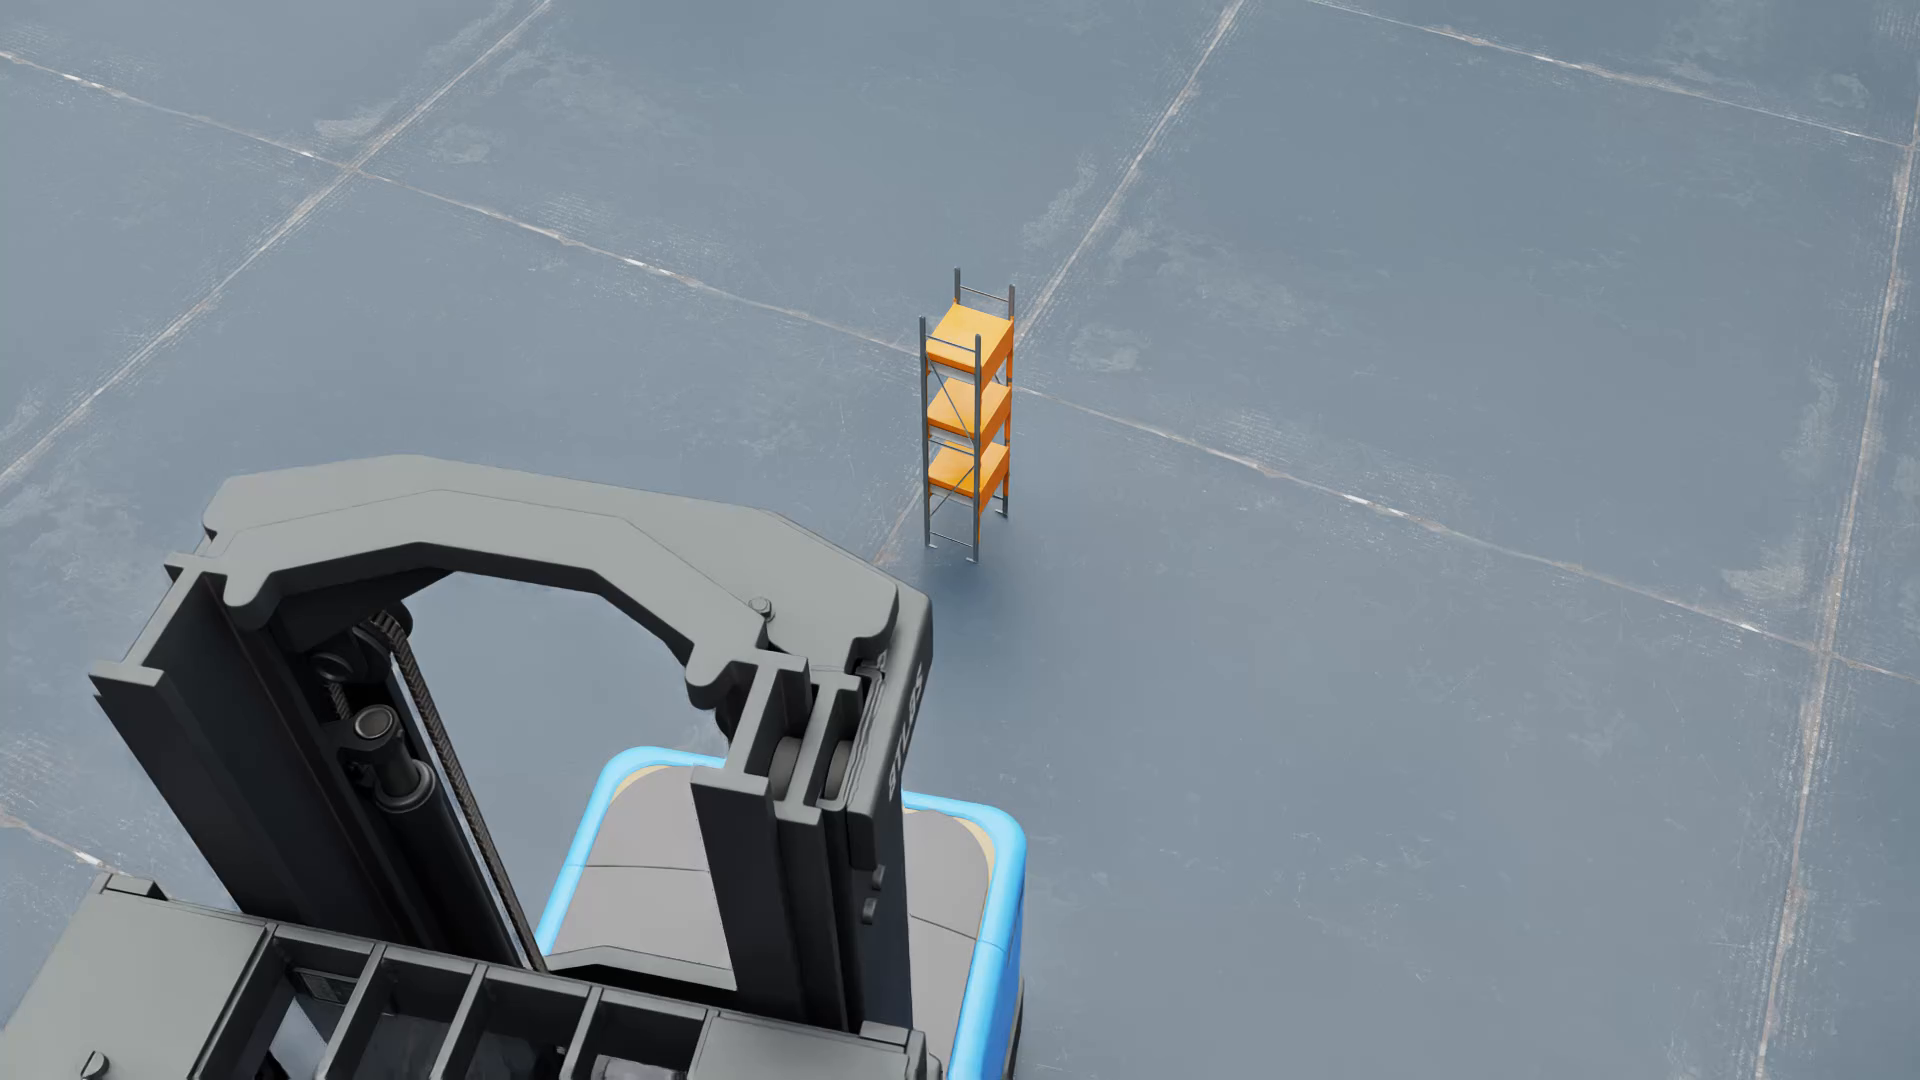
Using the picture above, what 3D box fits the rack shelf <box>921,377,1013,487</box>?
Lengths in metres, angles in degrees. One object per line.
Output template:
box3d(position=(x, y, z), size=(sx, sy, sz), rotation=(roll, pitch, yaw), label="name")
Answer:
box3d(position=(0.023, -0.370, 5.390), size=(0.215, 0.259, 0.240), rotation=(20, 52, 16), label="rack shelf")

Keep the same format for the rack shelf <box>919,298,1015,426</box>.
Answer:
box3d(position=(0.023, -0.554, 5.173), size=(0.215, 0.259, 0.240), rotation=(20, 52, 16), label="rack shelf")

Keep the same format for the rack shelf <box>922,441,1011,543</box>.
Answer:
box3d(position=(0.023, -0.190, 5.601), size=(0.215, 0.259, 0.240), rotation=(20, 52, 16), label="rack shelf")

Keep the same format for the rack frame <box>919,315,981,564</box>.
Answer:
box3d(position=(-0.029, -0.293, 5.310), size=(0.200, 1.050, 0.008), rotation=(20, 52, 16), label="rack frame")

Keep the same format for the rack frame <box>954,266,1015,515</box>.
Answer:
box3d(position=(0.075, -0.461, 5.453), size=(0.200, 1.050, 0.008), rotation=(20, 52, 16), label="rack frame")

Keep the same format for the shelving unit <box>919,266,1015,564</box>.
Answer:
box3d(position=(0.023, -0.377, 5.382), size=(0.215, 1.050, 0.252), rotation=(20, 52, 16), label="shelving unit")

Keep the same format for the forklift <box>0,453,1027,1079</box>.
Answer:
box3d(position=(-0.632, 1.398, 2.636), size=(1.130, 2.935, 3.031), rotation=(9, 50, 7), label="forklift")
